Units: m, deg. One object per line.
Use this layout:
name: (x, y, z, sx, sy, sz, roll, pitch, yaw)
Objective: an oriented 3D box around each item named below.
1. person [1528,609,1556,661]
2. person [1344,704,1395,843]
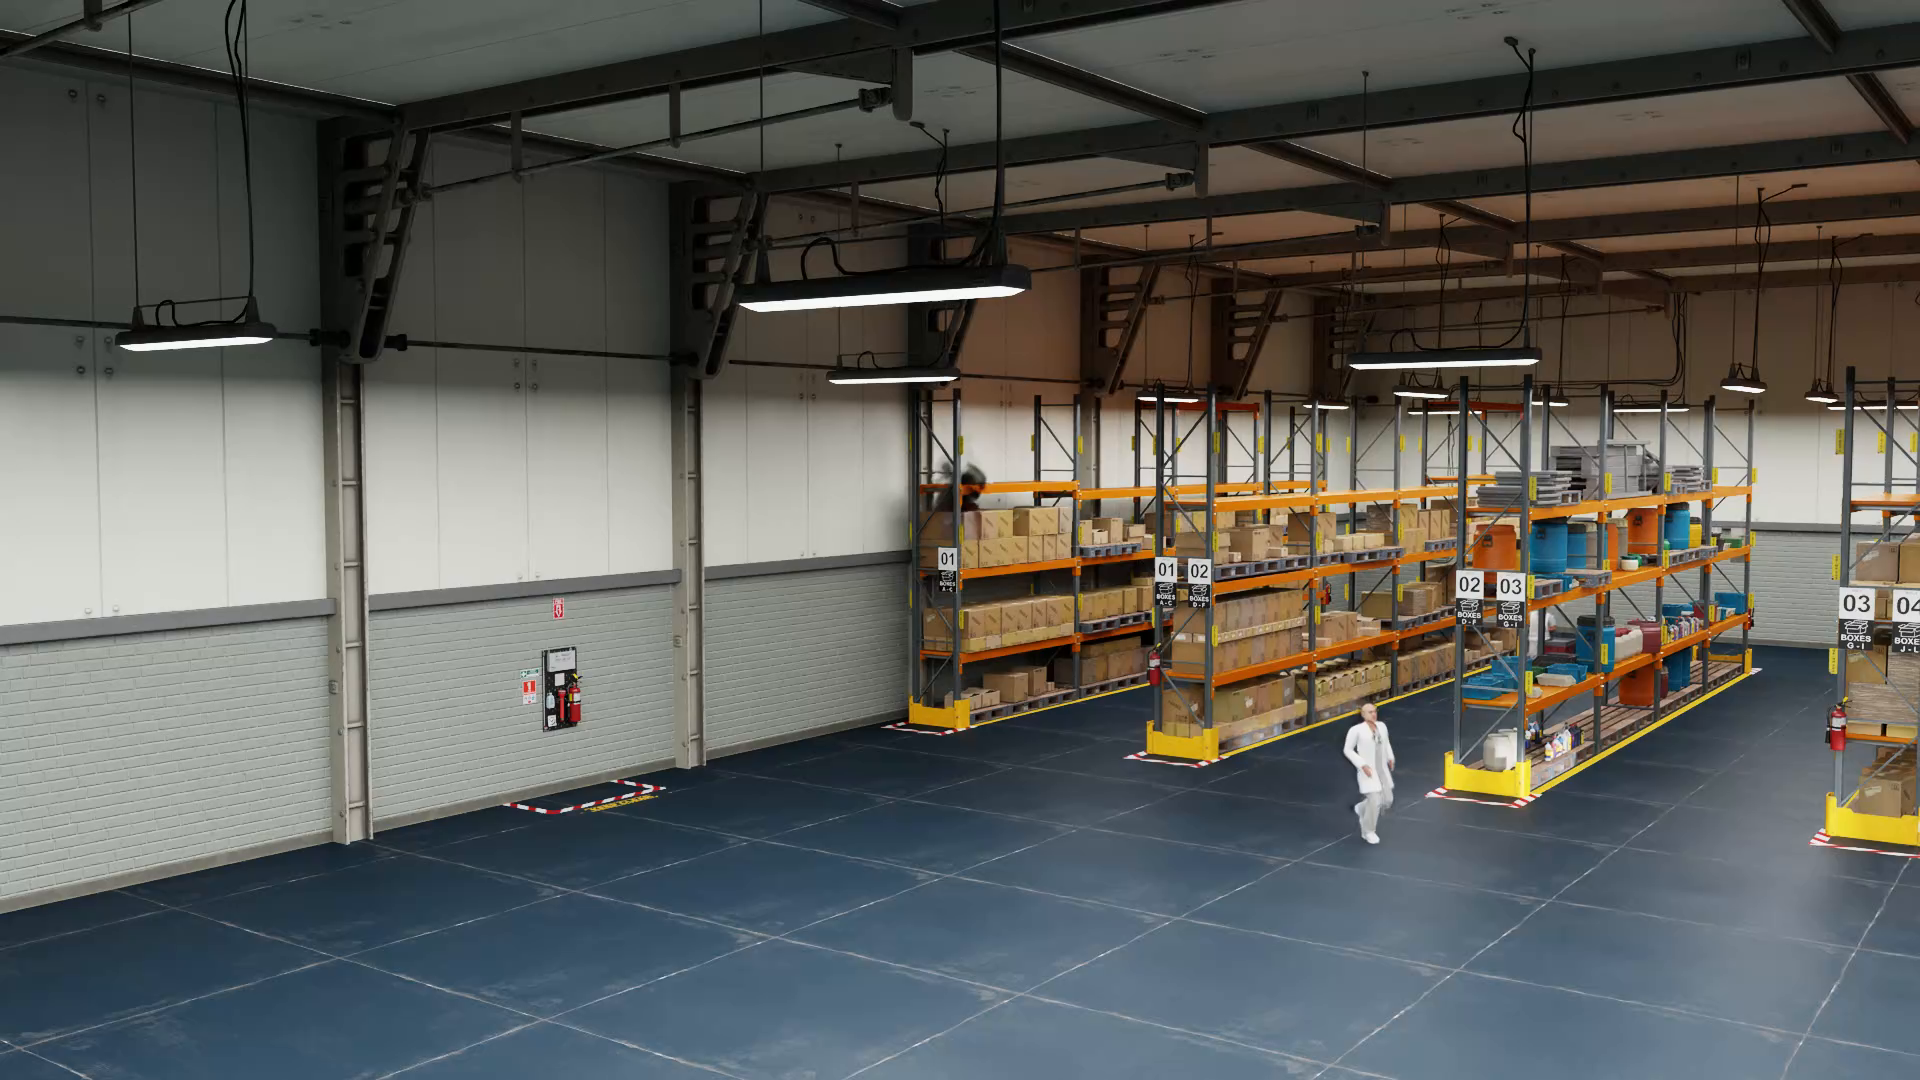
person: (12.076, 2.126, 34.716, 0.695, 1.783, 0.974, 1, 4, 23)
person: (5.193, 2.938, 21.067, 0.711, 1.744, 0.600, -1, 4, -23)
